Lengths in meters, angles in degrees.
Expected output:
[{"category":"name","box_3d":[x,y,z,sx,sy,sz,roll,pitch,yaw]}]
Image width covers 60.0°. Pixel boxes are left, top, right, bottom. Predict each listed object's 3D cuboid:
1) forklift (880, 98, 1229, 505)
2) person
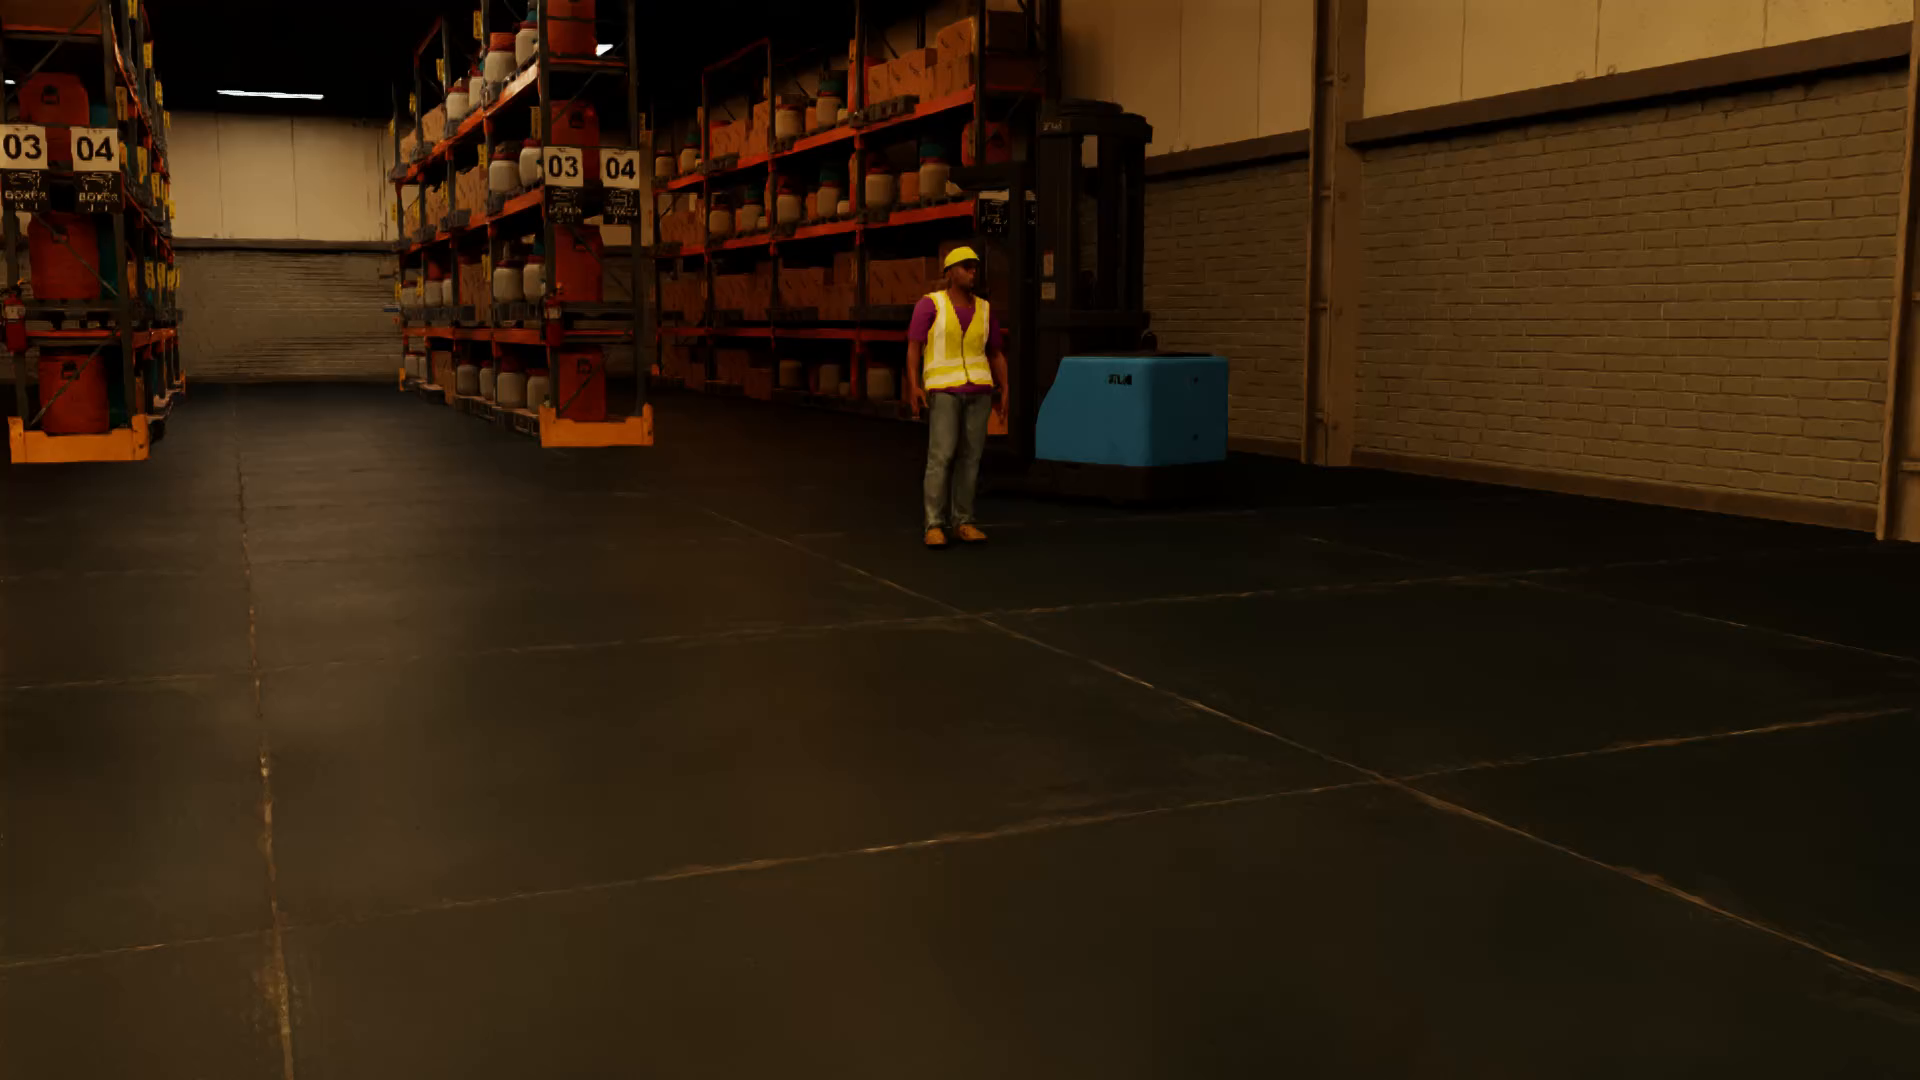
[{"category":"forklift","box_3d":[0.615,-1.842,12.909,1.130,2.935,3.031,-7,10,-43]},{"category":"person","box_3d":[0.023,-0.874,9.972,0.665,1.766,0.576,-3,8,-23]}]
